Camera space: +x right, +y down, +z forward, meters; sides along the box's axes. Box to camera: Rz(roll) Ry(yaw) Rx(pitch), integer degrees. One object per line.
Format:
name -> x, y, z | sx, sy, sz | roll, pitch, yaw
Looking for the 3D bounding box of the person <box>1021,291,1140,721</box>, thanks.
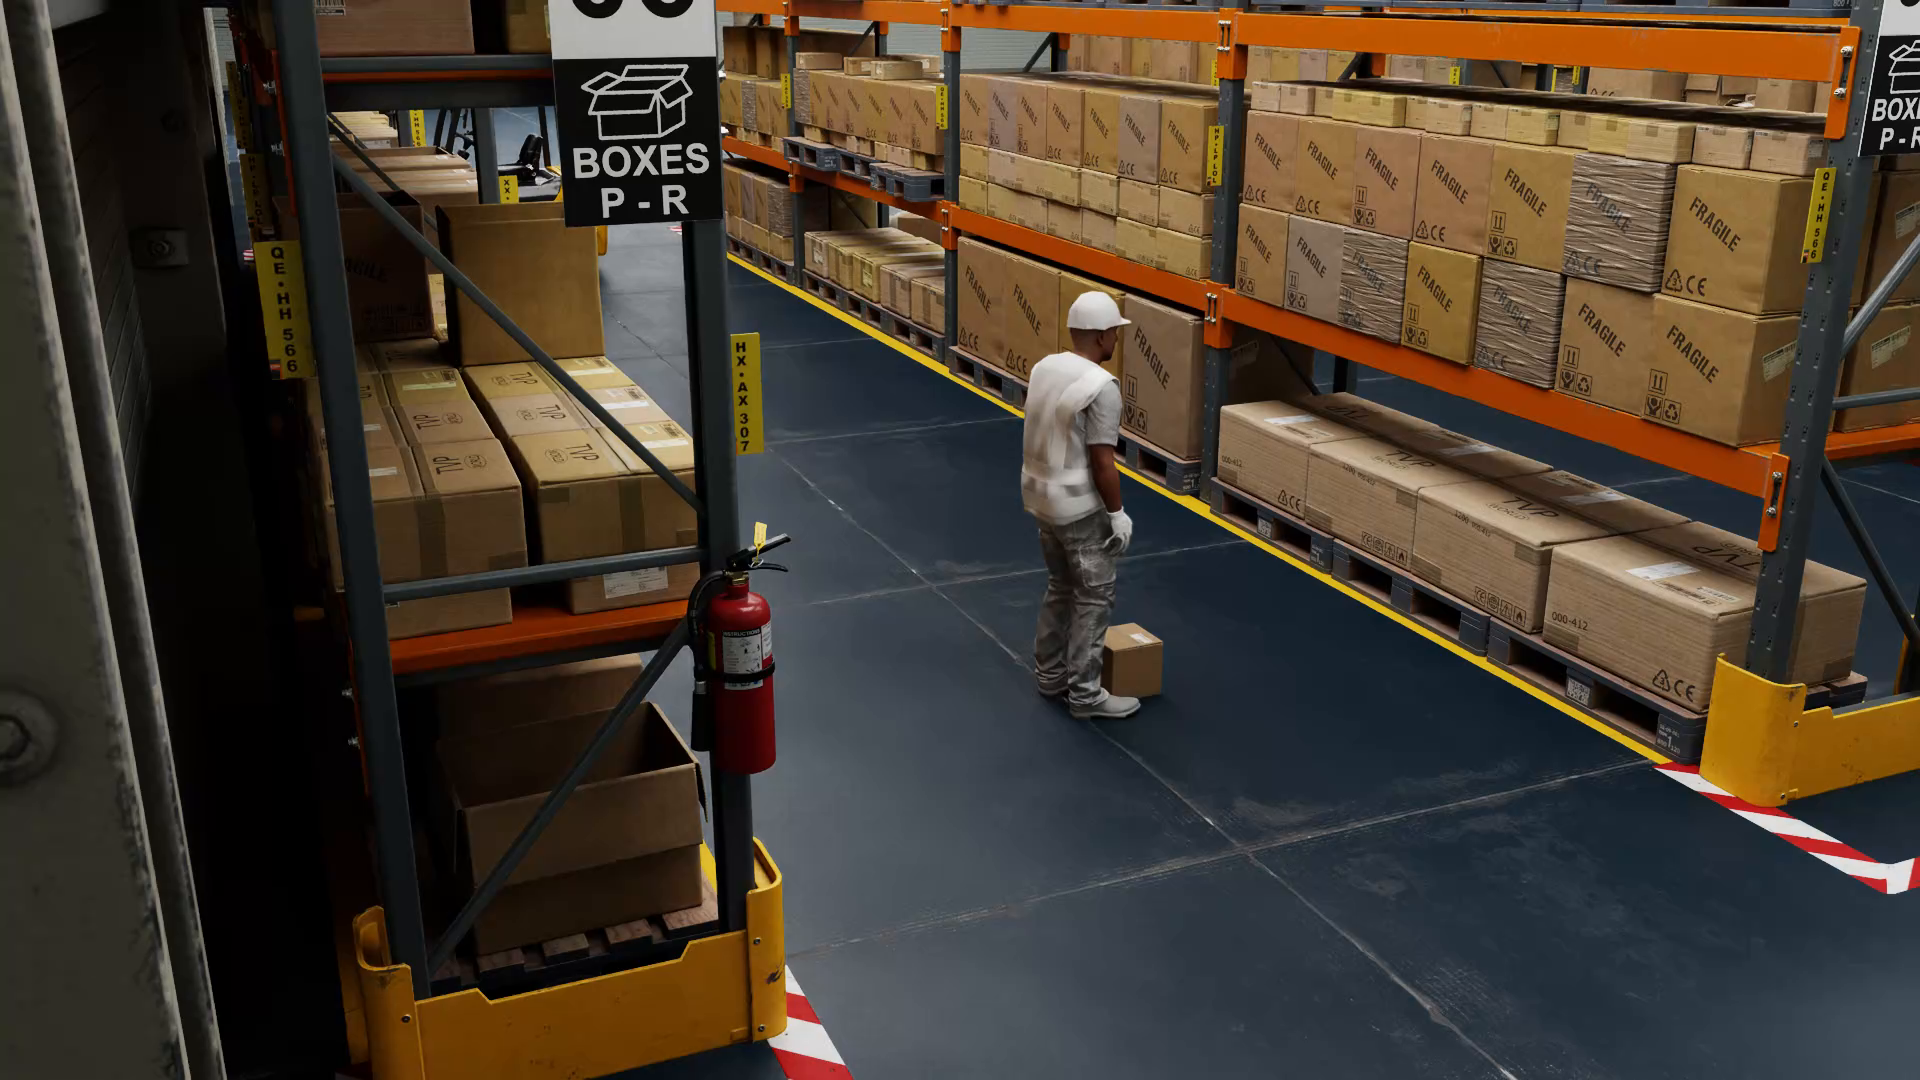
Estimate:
person -> 0.502, -0.150, 6.993 | 0.451, 1.772, 0.627 | -9, 21, -25
